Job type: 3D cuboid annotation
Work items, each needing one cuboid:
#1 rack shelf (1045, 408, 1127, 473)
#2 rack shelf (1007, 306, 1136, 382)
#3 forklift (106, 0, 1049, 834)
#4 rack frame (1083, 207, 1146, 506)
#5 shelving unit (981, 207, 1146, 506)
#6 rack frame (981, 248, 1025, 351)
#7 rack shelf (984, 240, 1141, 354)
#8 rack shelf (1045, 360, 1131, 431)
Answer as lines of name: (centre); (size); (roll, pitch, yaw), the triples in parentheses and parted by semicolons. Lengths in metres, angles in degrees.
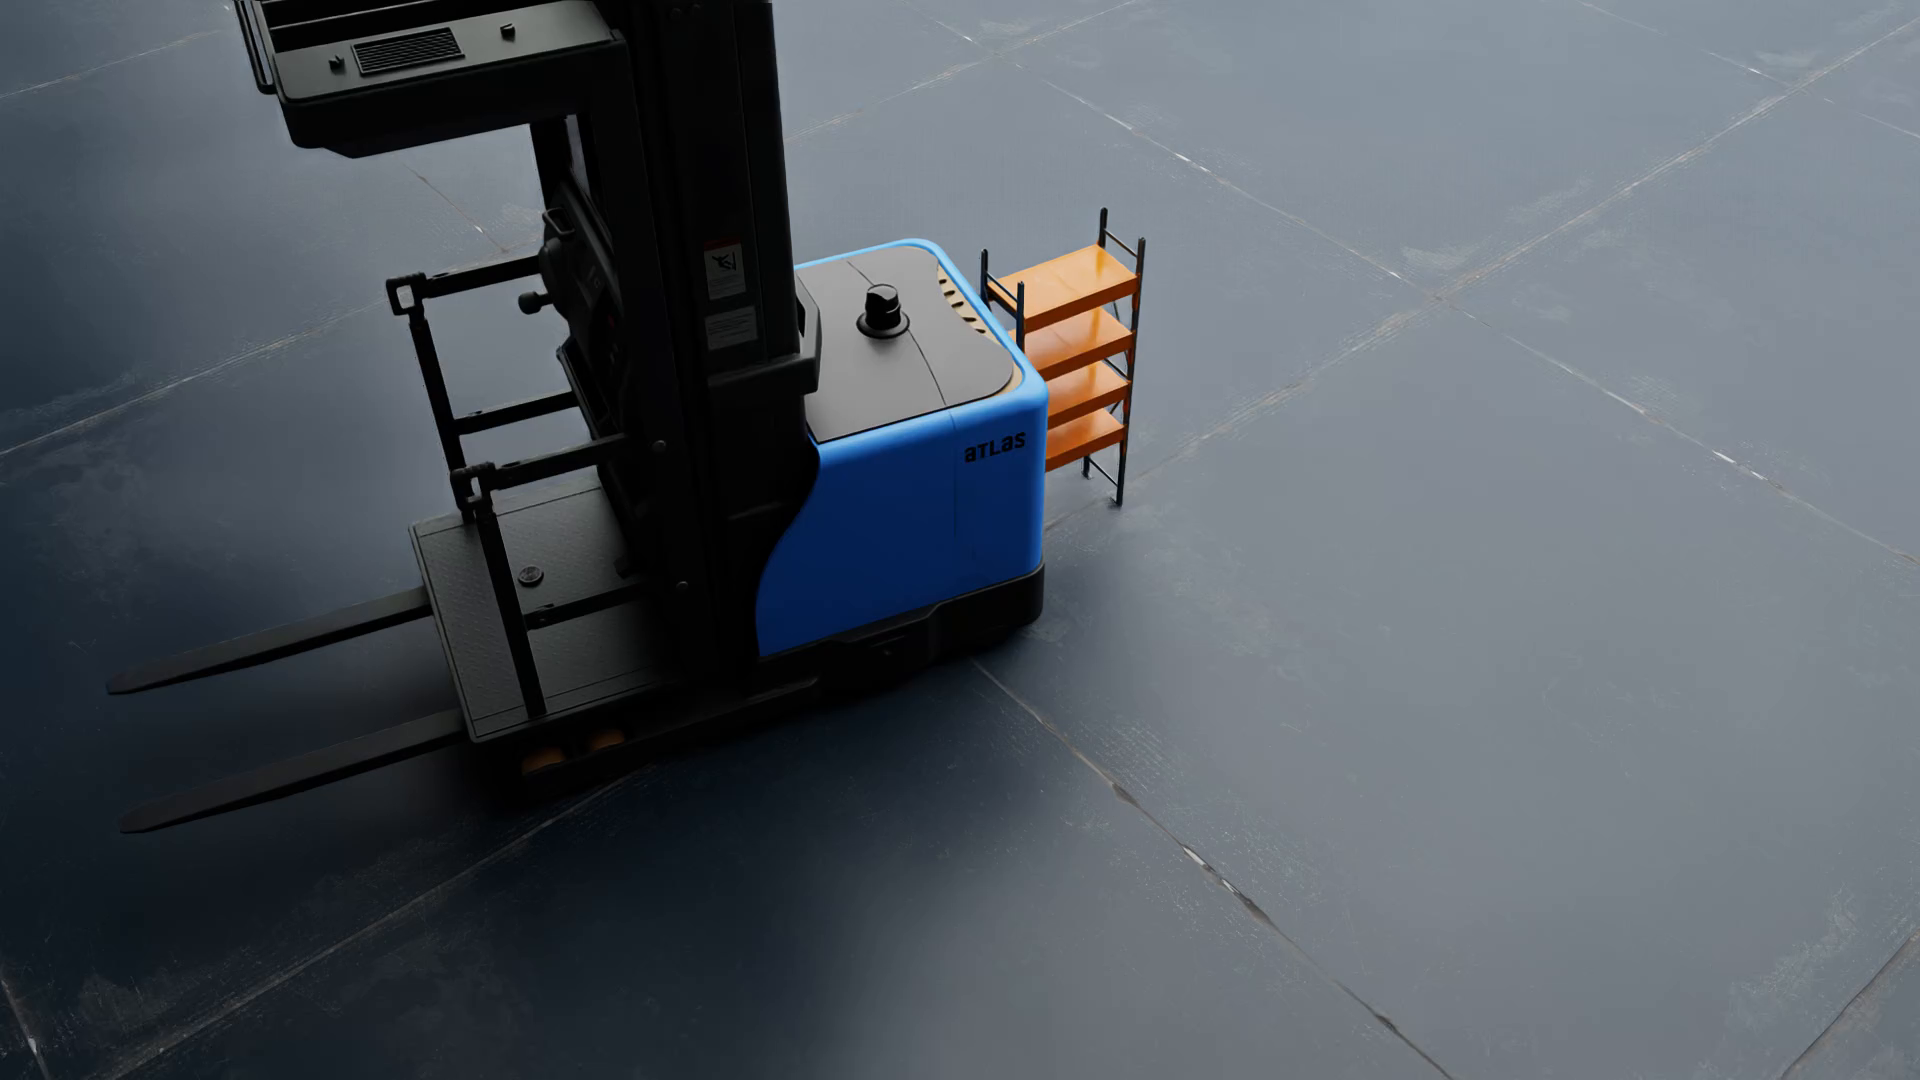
rack shelf: (0.347, -0.355, 6.140); (0.480, 0.148, 0.258); (-23, 48, -23)
rack shelf: (0.347, -0.663, 5.851); (0.480, 0.148, 0.258); (-23, 48, -23)
forklift: (-1.269, -0.654, 4.806); (3.031, 2.935, 1.130); (-17, 46, -17)
rack frame: (0.553, -0.638, 6.053); (0.015, 1.200, 0.240); (-23, 48, -23)
shelving unit: (0.347, -0.549, 5.958); (0.503, 1.200, 0.258); (-23, 48, -23)
rack frame: (0.140, -0.461, 5.864); (0.015, 1.200, 0.240); (-23, 48, -23)
rack shelf: (0.347, -0.836, 5.689); (0.480, 0.148, 0.258); (-23, 48, -23)
rack shelf: (0.347, -0.500, 6.004); (0.480, 0.148, 0.258); (-23, 48, -23)
